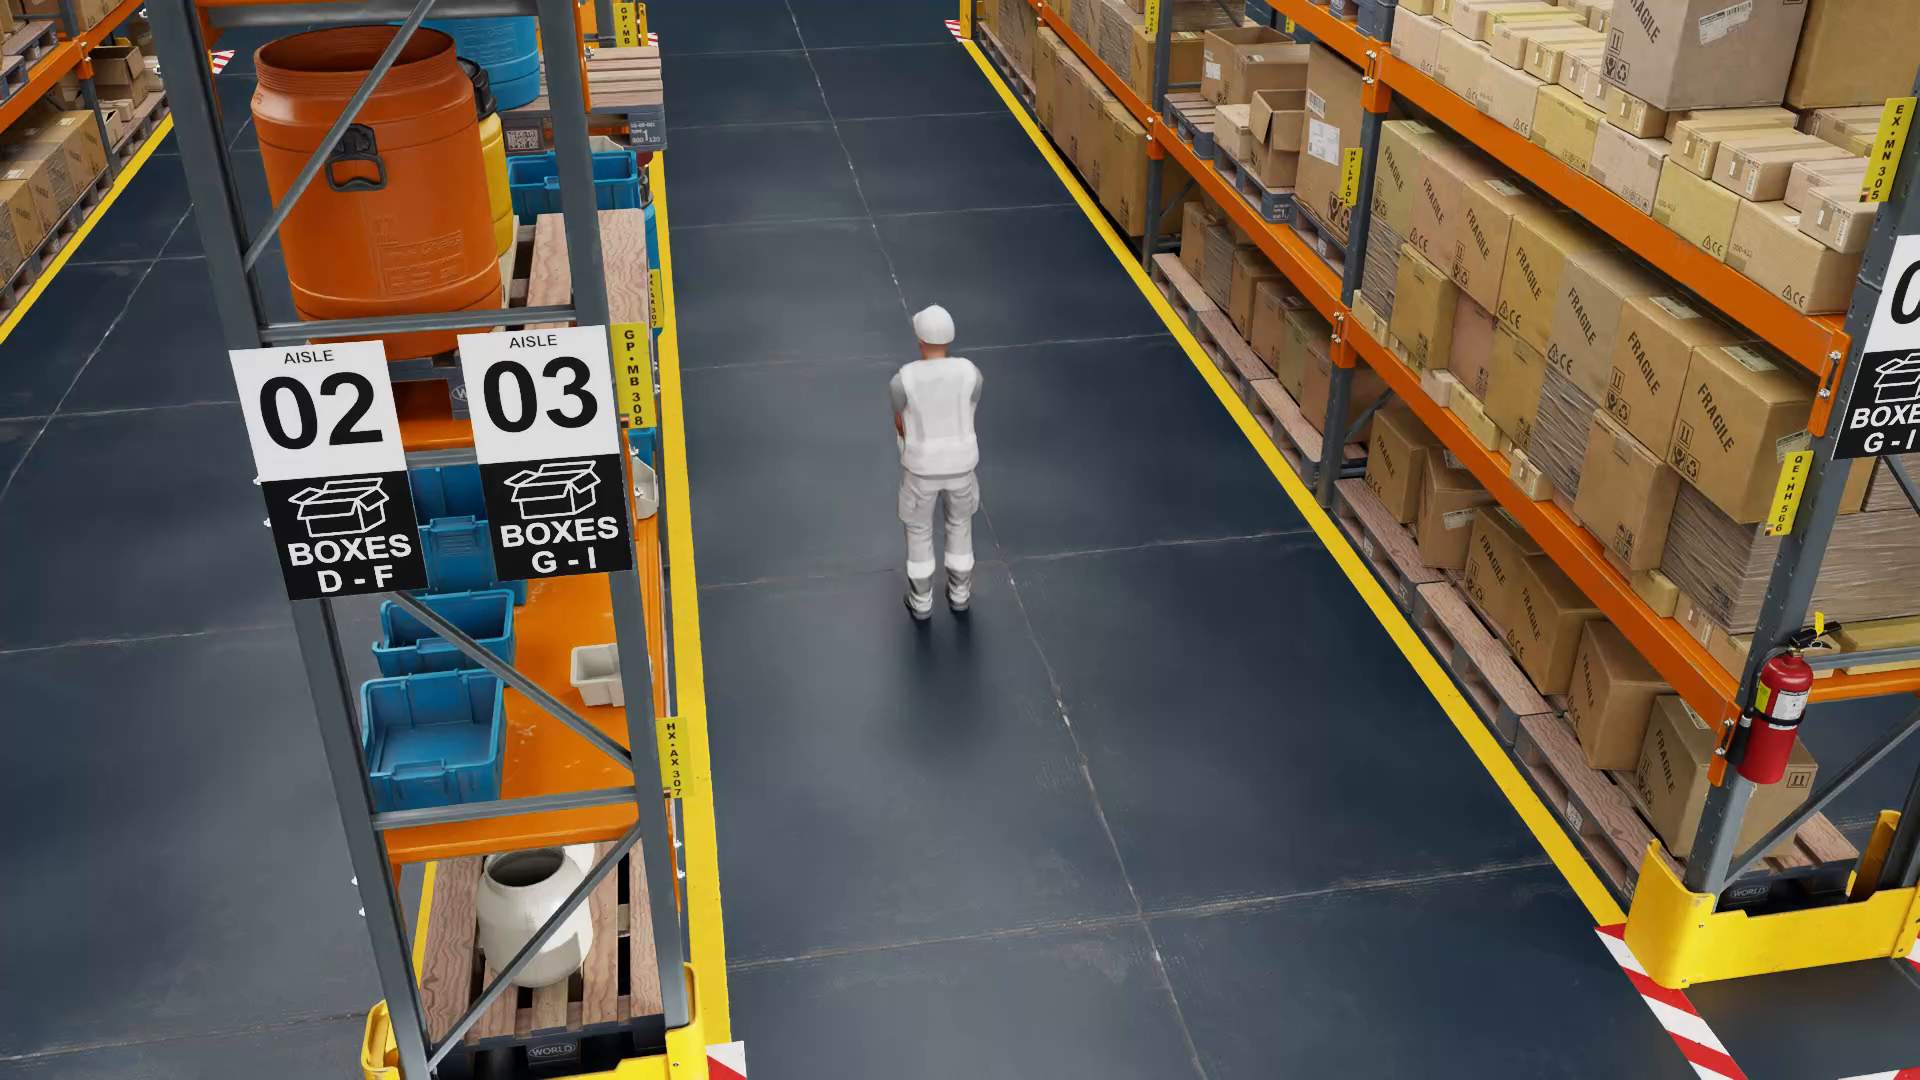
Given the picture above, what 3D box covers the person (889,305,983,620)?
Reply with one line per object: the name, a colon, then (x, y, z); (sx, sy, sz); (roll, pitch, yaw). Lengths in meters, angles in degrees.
person: (-0.140, -0.443, 8.872); (0.495, 1.785, 0.564); (-6, 31, -10)
